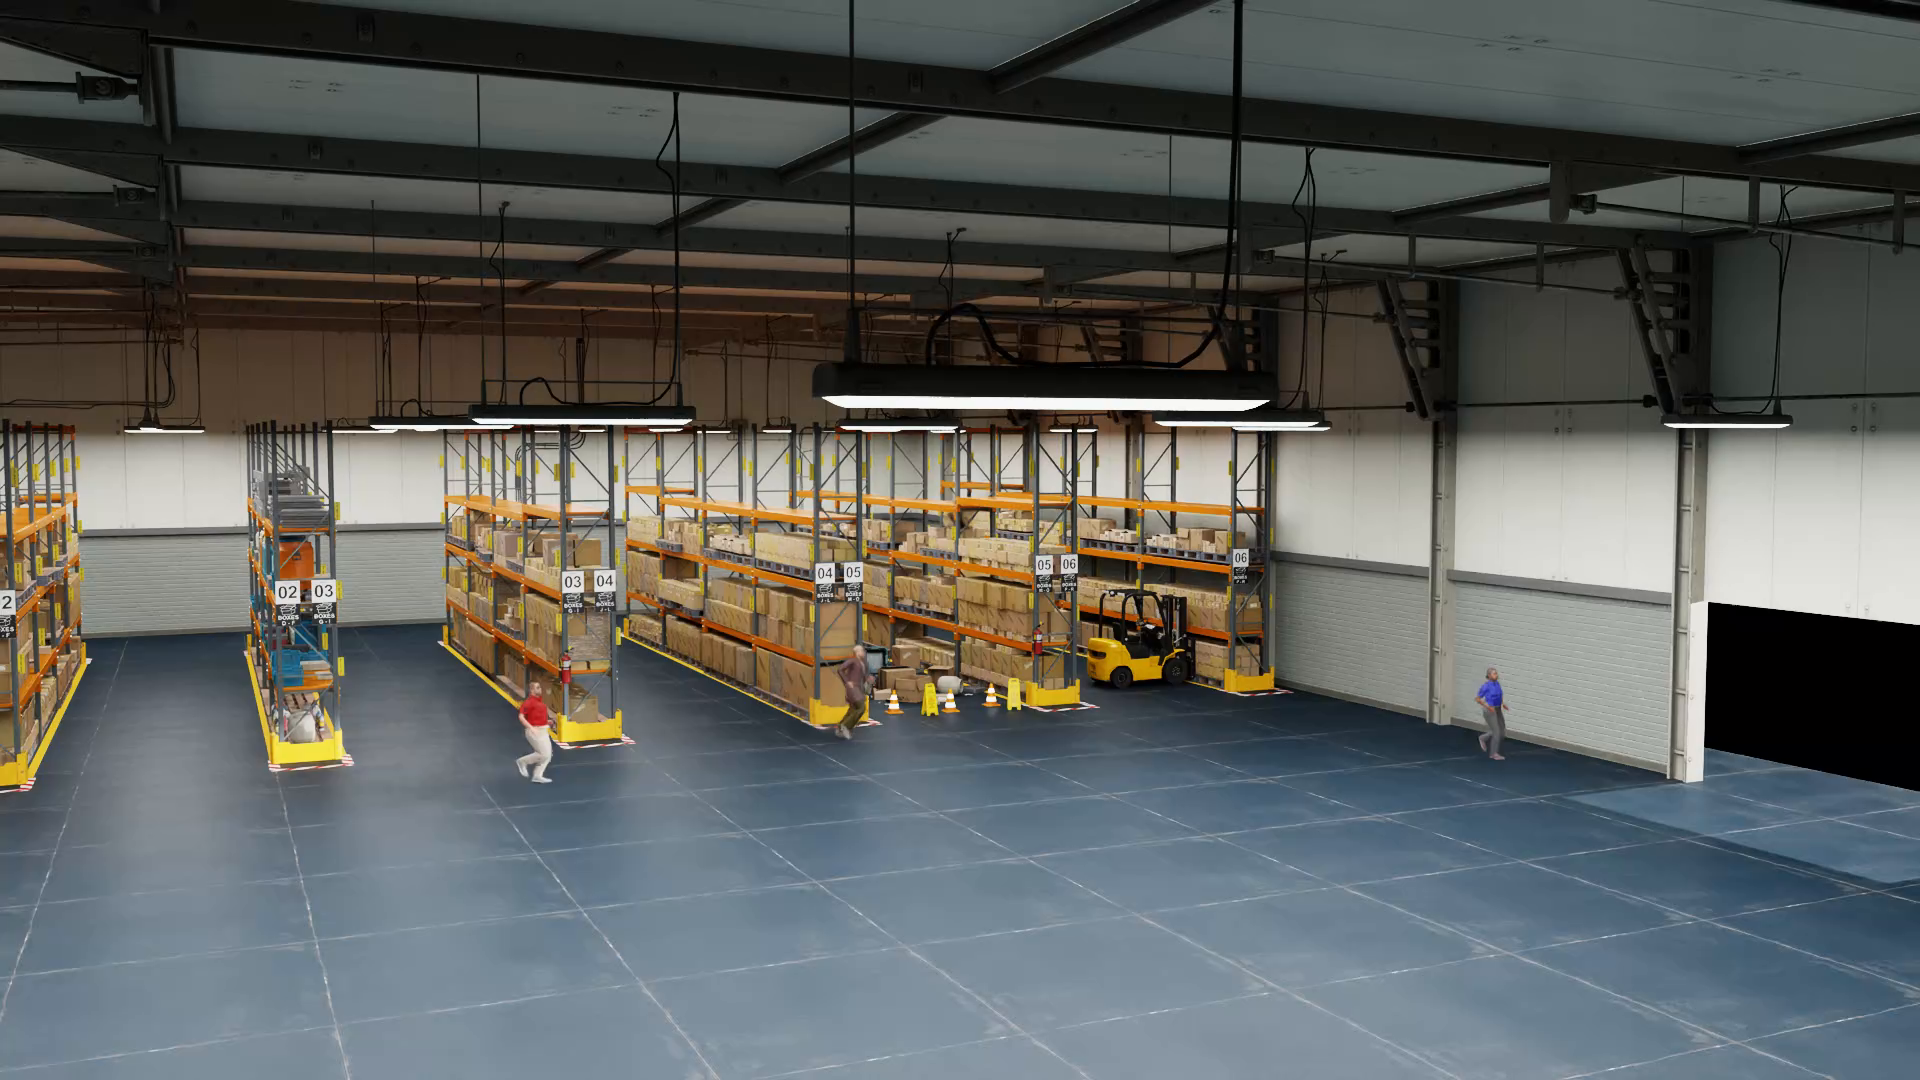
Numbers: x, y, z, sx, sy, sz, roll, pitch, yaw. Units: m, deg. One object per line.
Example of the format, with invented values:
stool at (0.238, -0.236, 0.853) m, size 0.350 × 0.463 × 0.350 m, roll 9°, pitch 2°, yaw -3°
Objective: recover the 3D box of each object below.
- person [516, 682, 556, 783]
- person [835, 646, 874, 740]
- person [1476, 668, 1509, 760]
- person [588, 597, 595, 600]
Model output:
person at (-6.998, 3.175, 27.451) m, size 0.592 × 1.675 × 0.679 m, roll 0°, pitch 4°, yaw 7°
person at (-1.977, 2.883, 31.584) m, size 0.722 × 1.753 × 0.730 m, roll 1°, pitch 4°, yaw 20°
person at (9.417, 3.086, 29.527) m, size 0.577 × 1.575 × 0.644 m, roll -2°, pitch 4°, yaw -33°
person at (-10.517, 1.985, 47.586) m, size 0.589 × 1.530 × 0.608 m, roll 0°, pitch 4°, yaw 4°
